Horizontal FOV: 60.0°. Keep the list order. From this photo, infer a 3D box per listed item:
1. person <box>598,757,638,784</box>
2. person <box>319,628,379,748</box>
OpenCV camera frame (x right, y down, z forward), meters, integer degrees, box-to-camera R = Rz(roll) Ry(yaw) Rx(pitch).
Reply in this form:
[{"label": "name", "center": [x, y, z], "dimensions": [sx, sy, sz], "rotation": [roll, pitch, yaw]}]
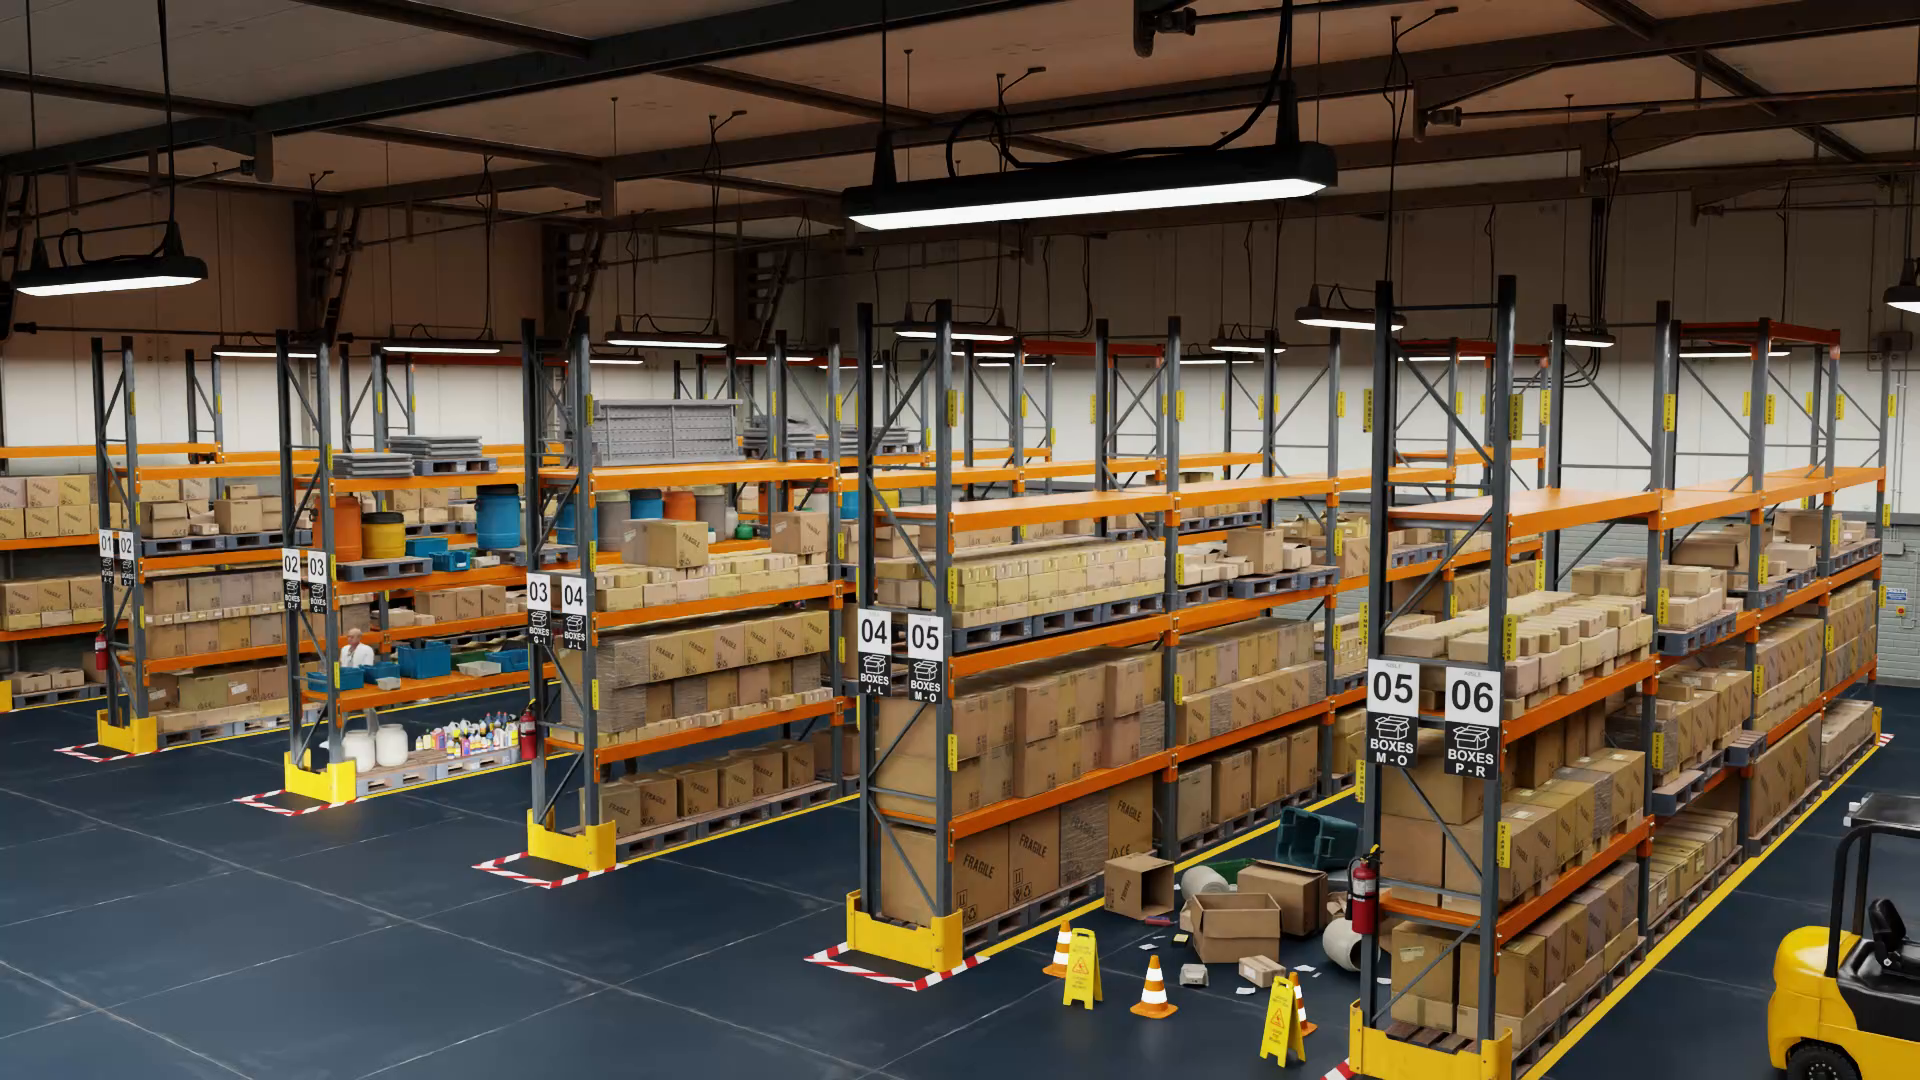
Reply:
[{"label": "person", "center": [-4.540, 2.381, 22.010], "dimensions": [0.603, 1.795, 0.818], "rotation": [1, 5, 10]}, {"label": "person", "center": [-8.881, 2.158, 24.349], "dimensions": [0.600, 1.729, 1.105], "rotation": [1, 5, 8]}]
